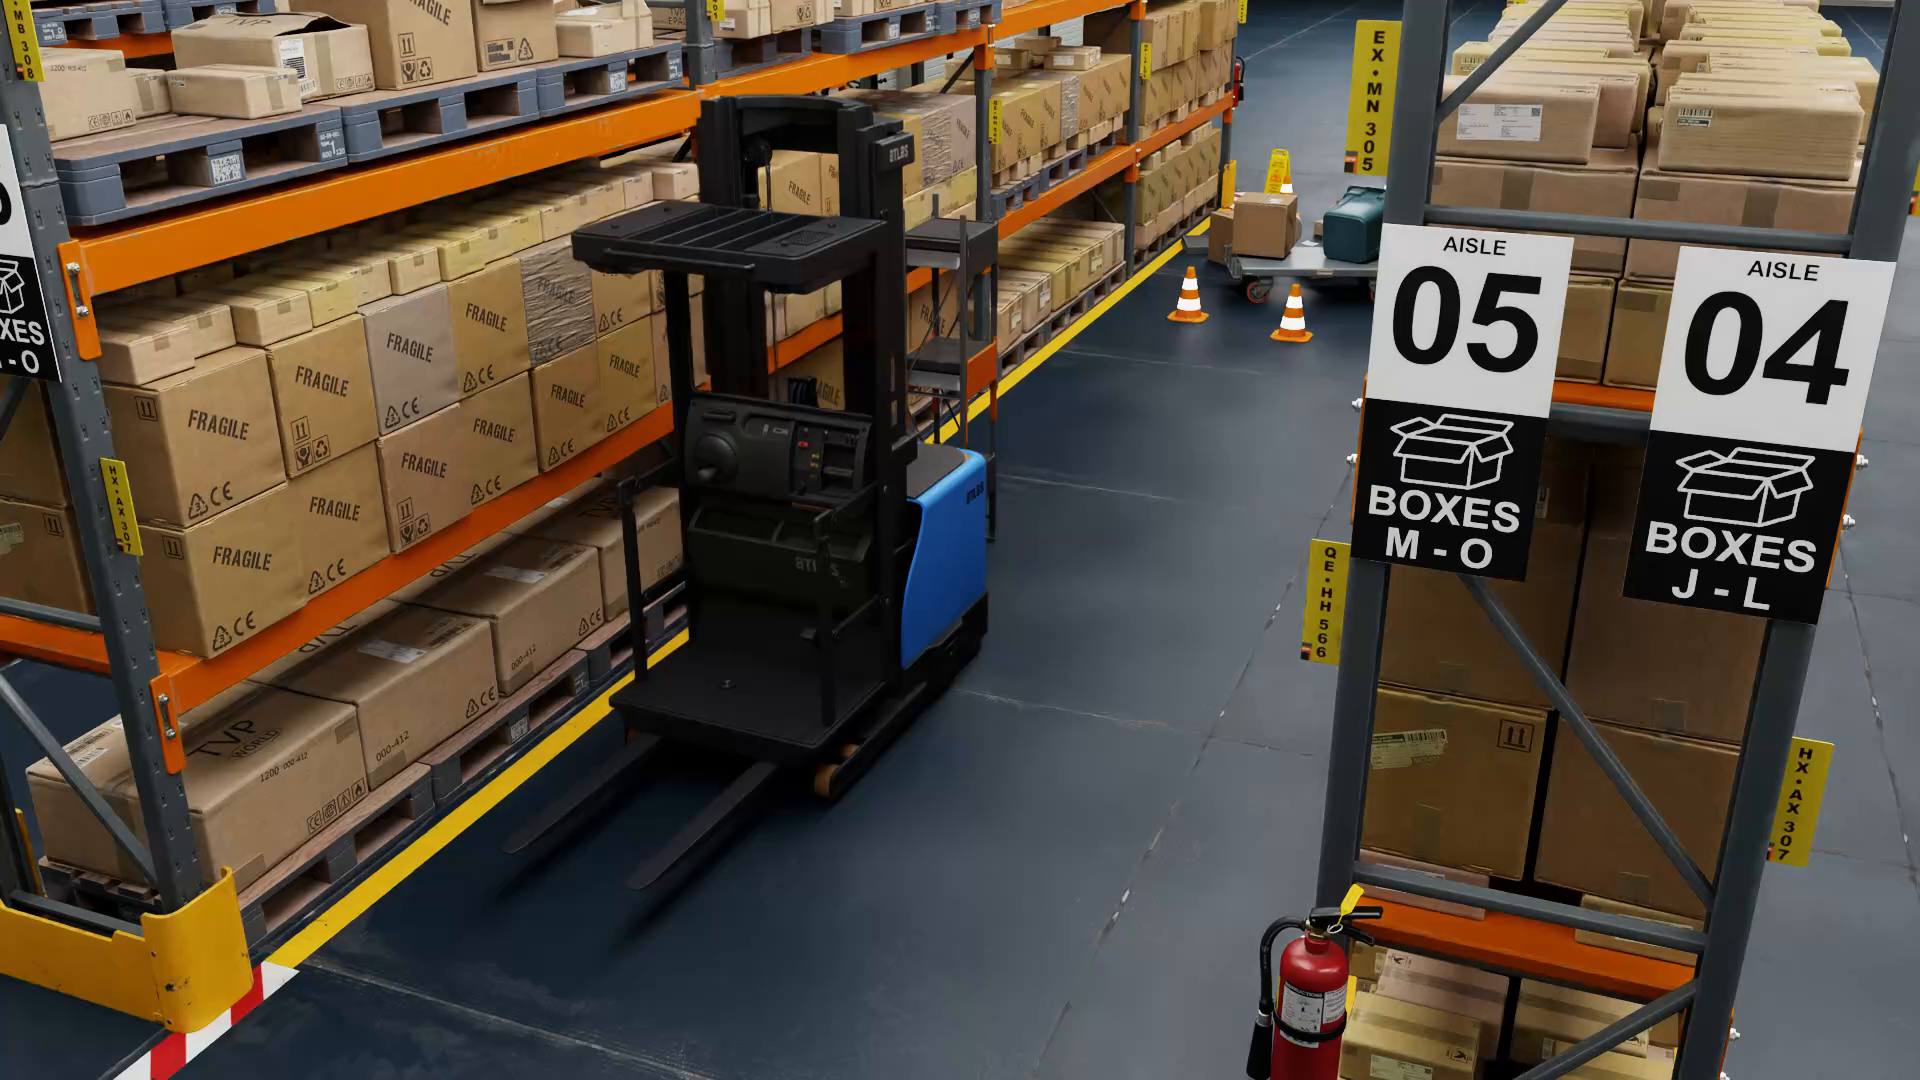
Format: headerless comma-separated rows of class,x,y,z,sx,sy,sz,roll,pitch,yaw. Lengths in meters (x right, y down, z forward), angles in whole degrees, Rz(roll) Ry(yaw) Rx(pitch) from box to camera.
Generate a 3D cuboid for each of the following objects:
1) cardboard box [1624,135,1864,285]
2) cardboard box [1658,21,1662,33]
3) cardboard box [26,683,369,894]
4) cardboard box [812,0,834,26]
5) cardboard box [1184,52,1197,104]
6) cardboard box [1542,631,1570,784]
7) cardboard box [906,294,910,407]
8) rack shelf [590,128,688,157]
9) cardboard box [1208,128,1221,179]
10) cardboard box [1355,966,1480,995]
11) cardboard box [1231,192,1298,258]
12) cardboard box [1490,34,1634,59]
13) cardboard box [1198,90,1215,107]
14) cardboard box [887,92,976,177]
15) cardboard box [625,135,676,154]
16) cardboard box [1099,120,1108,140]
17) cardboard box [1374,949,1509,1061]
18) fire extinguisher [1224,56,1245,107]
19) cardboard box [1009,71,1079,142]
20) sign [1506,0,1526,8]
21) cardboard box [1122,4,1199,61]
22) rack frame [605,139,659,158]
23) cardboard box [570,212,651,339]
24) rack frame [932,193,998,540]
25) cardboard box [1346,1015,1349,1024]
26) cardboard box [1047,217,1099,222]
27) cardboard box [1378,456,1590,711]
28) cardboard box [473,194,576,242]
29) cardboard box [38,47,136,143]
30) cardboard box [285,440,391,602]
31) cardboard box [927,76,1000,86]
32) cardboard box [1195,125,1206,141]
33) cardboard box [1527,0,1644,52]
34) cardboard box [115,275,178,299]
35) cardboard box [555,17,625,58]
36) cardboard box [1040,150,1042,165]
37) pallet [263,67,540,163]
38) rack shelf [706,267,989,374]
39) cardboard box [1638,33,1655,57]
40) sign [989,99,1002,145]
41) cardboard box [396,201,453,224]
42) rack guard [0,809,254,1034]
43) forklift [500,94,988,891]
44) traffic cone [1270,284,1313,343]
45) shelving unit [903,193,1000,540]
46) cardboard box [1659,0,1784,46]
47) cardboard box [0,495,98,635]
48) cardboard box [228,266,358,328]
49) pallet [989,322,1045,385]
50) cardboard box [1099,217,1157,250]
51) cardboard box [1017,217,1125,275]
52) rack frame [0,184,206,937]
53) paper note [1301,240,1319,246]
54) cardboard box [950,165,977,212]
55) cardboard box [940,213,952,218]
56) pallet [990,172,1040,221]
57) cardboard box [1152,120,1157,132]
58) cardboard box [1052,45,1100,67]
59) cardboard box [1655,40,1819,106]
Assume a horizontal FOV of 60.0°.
cardboard box,1.813,-0.748,3.802,0.500,0.250,0.500,9,24,21
cardboard box,2.956,-1.854,6.451,0.500,0.250,0.500,8,24,18
cardboard box,-3.076,0.987,6.775,0.875,0.438,0.875,8,24,18
cardboard box,-0.947,-3.055,9.539,0.380,0.166,0.250,7,24,16
cardboard box,2.184,-4.891,17.551,0.500,0.500,0.500,9,24,21
cardboard box,2.004,0.422,4.833,0.500,0.500,0.500,9,24,20
cardboard box,-0.925,-1.273,11.619,0.875,0.875,0.875,9,24,21
rack shelf,-4.123,-3.707,16.166,1.077,0.370,4.000,9,24,20
cardboard box,2.660,-4.424,18.998,0.500,0.500,0.500,9,24,20
cardboard box,1.528,1.490,5.559,0.380,0.149,0.250,8,24,18
cardboard box,2.893,-2.997,15.794,0.500,0.500,0.500,9,24,20
cardboard box,1.681,-1.327,4.673,0.380,0.149,0.250,8,24,19
cardboard box,2.601,-4.905,18.426,0.380,0.149,0.250,9,24,21
cardboard box,-0.206,-2.899,11.871,0.500,0.500,0.500,8,24,19
cardboard box,-3.377,-4.345,18.485,0.500,0.250,0.500,9,24,21
cardboard box,1.118,-3.710,15.022,0.380,0.149,0.250,8,24,19
cardboard box,1.513,1.461,5.242,0.380,0.149,0.250,9,24,21
fire extinguisher,3.186,-5.416,19.425,0.296,0.674,0.183,9,24,20
cardboard box,0.697,-3.675,14.097,0.500,0.500,0.500,8,24,18
sign,2.375,-2.393,7.012,0.100,0.325,0.005,9,24,20
cardboard box,2.016,-5.172,16.927,0.700,0.500,0.500,8,24,19
rack frame,-3.381,-4.755,17.741,1.000,3.000,0.127,9,24,20
cardboard box,-1.857,-1.301,8.046,0.500,0.500,0.500,8,24,19
rack frame,0.029,-0.997,9.913,0.400,2.100,0.015,9,24,20
cardboard box,1.409,1.718,5.398,0.380,0.149,0.250,10,25,22
cardboard box,1.199,-3.220,17.090,0.500,0.250,0.500,10,25,22
cardboard box,1.344,0.077,4.360,0.500,0.500,0.500,8,24,19
cardboard box,-1.998,-1.479,7.630,0.380,0.149,0.250,9,24,20
cardboard box,-3.144,-1.480,5.529,0.500,0.250,0.500,7,24,15
cardboard box,-2.621,-0.113,6.499,0.500,0.500,0.500,8,24,19
cardboard box,0.023,-3.561,13.823,0.500,0.500,0.500,7,24,16
cardboard box,2.489,-4.493,18.322,0.380,0.149,0.250,9,24,21
cardboard box,2.170,-1.798,5.799,0.380,0.149,0.250,8,24,18
cardboard box,-3.191,-0.914,6.277,0.380,0.149,0.250,9,24,20
cardboard box,-1.781,-2.322,7.676,0.380,0.149,0.250,9,24,21
cardboard box,0.456,-3.162,13.709,0.380,0.149,0.250,10,25,23
pallet,-2.511,-1.799,6.889,1.003,0.211,1.213,9,24,20
rack shelf,-0.999,-1.566,11.041,1.077,0.370,4.000,9,24,20
cardboard box,2.300,-1.740,6.178,0.500,0.250,0.500,9,24,20
sign,0.260,-3.070,12.205,0.100,0.325,0.005,9,24,20
cardboard box,-2.528,-1.449,7.559,0.380,0.149,0.250,9,24,20
rack guard,-3.237,1.411,6.223,1.175,0.500,0.348,9,24,20
forklift,-0.921,-0.377,7.349,1.130,2.935,3.031,10,25,22
traffic cone,2.889,-1.984,14.398,0.336,0.463,0.334,9,24,20
shelving unit,-0.062,-0.910,9.703,0.431,2.100,0.503,9,24,20
cardboard box,2.681,-1.822,5.857,0.380,0.149,0.250,10,25,22
cardboard box,-3.295,-0.008,6.247,0.500,0.500,0.500,9,24,20
cardboard box,-2.524,-0.923,6.298,0.380,0.149,0.250,8,24,18
pallet,0.035,-1.607,13.822,1.003,0.211,1.213,9,24,20
cardboard box,1.699,-3.143,16.905,0.500,0.250,0.500,8,24,18
cardboard box,1.037,-2.838,16.018,0.950,0.372,0.625,9,24,21
rack frame,-3.228,0.249,5.762,1.000,3.000,0.127,9,24,20
paper note,3.757,-3.196,17.876,0.148,0.019,0.142,19,29,38
cardboard box,-0.200,-2.566,12.046,0.500,0.250,0.500,9,24,20
cardboard box,-0.378,-2.141,11.680,0.500,0.250,0.500,9,24,21
pallet,-0.091,-2.796,13.300,1.213,0.211,1.003,9,24,20
cardboard box,1.760,-4.193,16.723,0.380,0.149,0.250,9,24,20
cardboard box,1.024,-4.276,14.692,0.380,0.149,0.250,8,24,19
cardboard box,2.106,-1.261,4.514,0.380,0.149,0.250,10,24,22
